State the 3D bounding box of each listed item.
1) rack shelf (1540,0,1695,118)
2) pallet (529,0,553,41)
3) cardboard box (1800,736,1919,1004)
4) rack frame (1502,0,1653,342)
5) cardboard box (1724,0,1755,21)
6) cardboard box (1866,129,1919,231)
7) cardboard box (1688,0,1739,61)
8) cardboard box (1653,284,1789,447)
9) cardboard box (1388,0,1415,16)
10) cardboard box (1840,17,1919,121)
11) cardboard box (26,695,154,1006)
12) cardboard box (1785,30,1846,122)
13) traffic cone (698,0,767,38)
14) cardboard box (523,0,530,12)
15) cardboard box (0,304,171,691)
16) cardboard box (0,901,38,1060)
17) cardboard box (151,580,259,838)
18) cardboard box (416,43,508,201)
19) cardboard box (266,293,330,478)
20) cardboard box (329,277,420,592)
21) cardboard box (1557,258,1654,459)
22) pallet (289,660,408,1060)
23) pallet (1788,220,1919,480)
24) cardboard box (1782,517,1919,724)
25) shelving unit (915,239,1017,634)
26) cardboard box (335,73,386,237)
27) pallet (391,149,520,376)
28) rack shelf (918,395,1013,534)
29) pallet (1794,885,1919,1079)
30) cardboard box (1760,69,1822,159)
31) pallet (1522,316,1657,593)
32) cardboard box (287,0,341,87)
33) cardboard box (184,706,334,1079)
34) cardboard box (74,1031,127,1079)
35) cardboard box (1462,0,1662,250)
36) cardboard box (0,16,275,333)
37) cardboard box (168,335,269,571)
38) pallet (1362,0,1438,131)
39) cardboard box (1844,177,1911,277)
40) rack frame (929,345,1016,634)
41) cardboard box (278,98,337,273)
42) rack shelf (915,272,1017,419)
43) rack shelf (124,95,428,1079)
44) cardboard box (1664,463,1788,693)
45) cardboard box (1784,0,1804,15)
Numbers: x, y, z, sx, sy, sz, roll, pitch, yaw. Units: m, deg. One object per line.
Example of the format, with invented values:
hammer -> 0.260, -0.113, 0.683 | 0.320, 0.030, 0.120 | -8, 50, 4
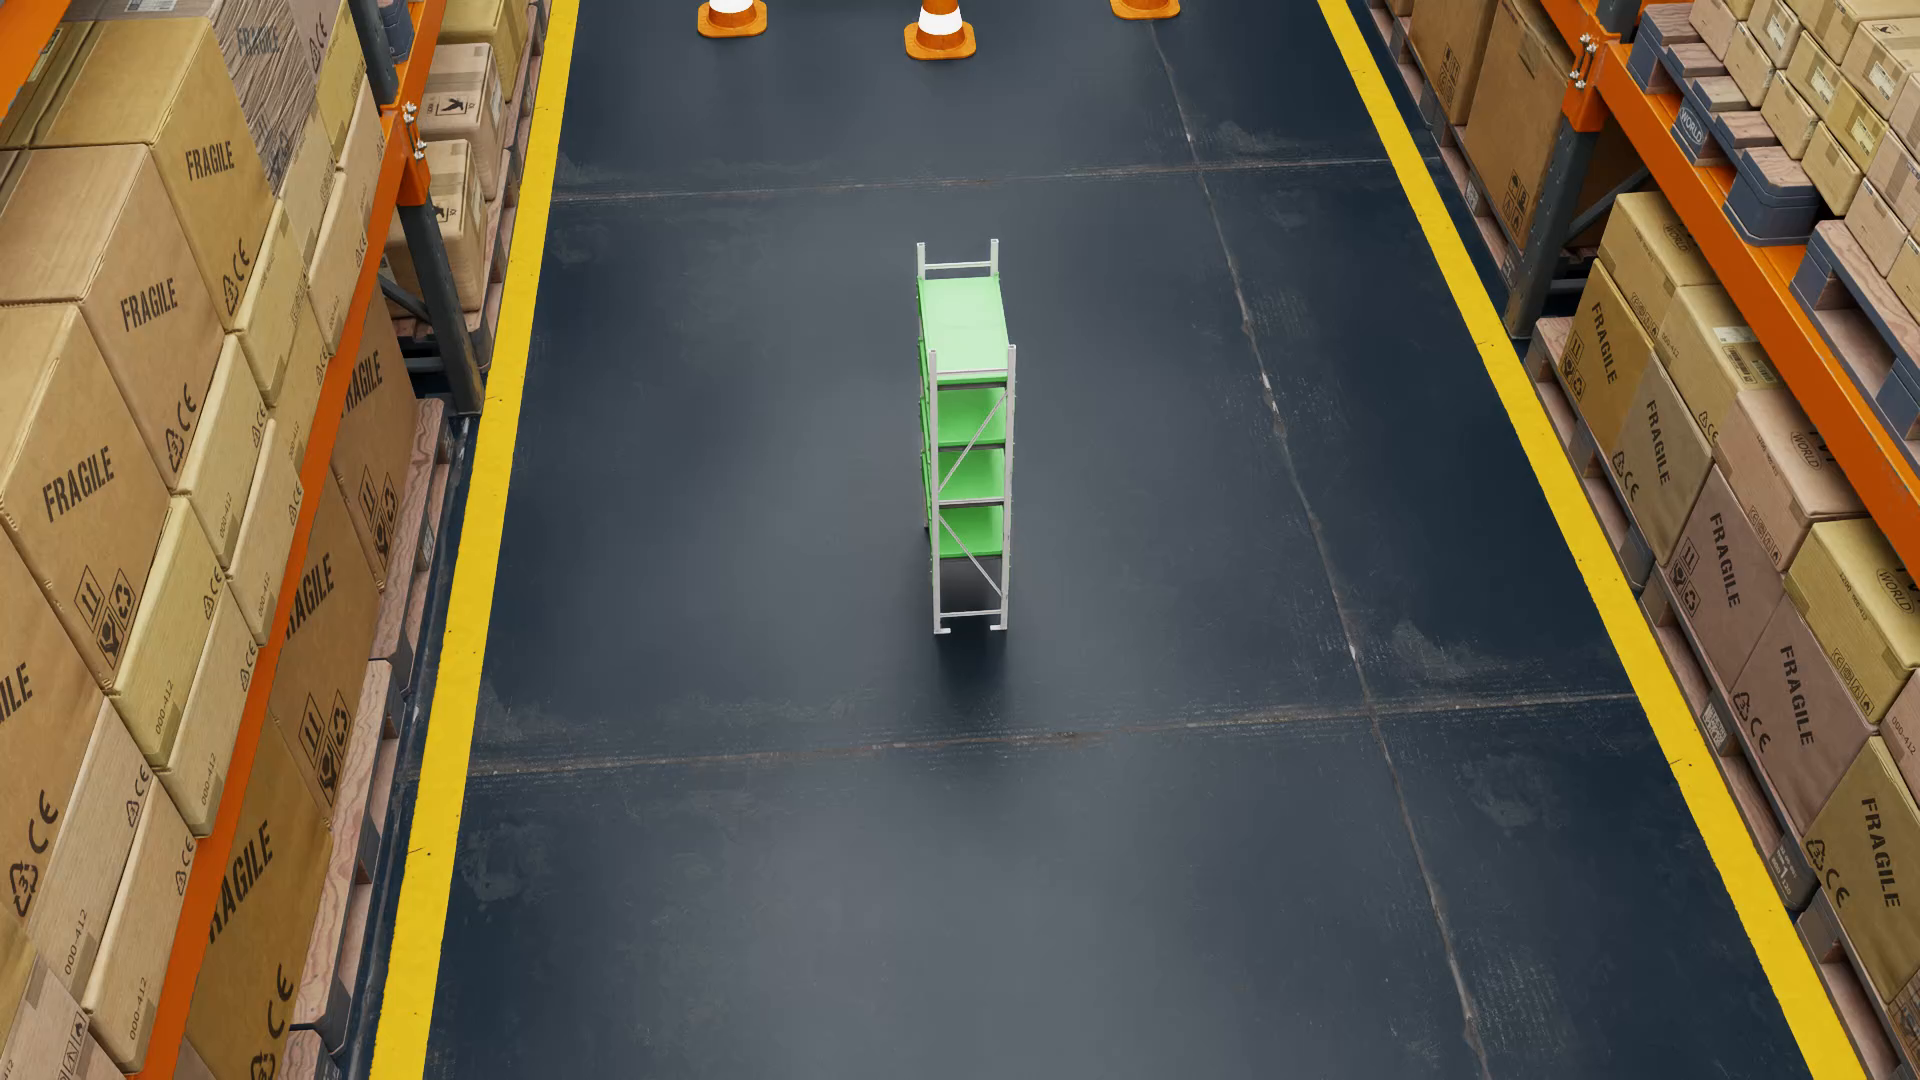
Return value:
rack shelf -> 2.475, -3.080, 7.097 | 1.077, 0.370, 4.000 | -3, 47, -3
pallet -> -2.550, -2.879, 8.331 | 1.003, 0.211, 1.213 | -3, 47, -3
cardboard box -> 2.622, 0.837, 4.324 | 0.500, 0.500, 0.500 | -4, 47, -4
rack frame -> 2.642, -1.881, 5.465 | 1.000, 3.000, 0.127 | -3, 47, -3
cardboard box -> 2.483, -1.679, 4.953 | 0.380, 0.149, 0.250 | -2, 47, -2
cardboard box -> 2.575, -0.927, 4.241 | 0.380, 0.149, 0.250 | -3, 47, -3
cardboard box -> 2.479, -1.603, 5.086 | 0.380, 0.149, 0.250 | -4, 47, -4
cardboard box -> 2.501, -0.543, 5.114 | 0.500, 0.250, 0.500 | -4, 47, -4
cardboard box -> 2.526, -3.004, 7.789 | 1.050, 0.750, 0.750 | -3, 47, -3
cardboard box -> 2.551, -1.233, 4.326 | 0.380, 0.149, 0.250 | -5, 47, -5
cardboard box -> -1.774, 0.556, 2.916 | 0.500, 0.250, 0.500 | -3, 47, -3
cardboard box -> 2.533, -1.290, 4.585 | 0.380, 0.149, 0.250 | -5, 47, -5
traffic cone -> -1.118, -2.716, 8.004 | 0.336, 0.463, 0.334 | -3, 47, -3
cardboard box -> -2.507, -2.742, 7.802 | 0.950, 0.372, 0.625 | -1, 47, -1
cardboard box -> -1.807, -0.056, 2.980 | 0.500, 0.500, 0.500 | -5, 47, -4
cardboard box -> -1.697, 0.673, 2.289 | 0.500, 0.500, 0.500 | -3, 47, -3
cardboard box -> -1.793, 0.358, 3.448 | 0.500, 0.250, 0.500 | -4, 47, -4
cardboard box -> -2.389, -1.690, 6.806 | 0.950, 0.372, 0.625 | -4, 47, -4
cardboard box -> -1.896, -0.371, 4.139 | 0.500, 0.250, 0.500 | -4, 47, -4
cardboard box -> -2.307, -0.416, 5.252 | 0.875, 0.875, 0.875 | -4, 47, -4
cardboard box -> 2.448, -0.638, 5.721 | 0.500, 0.500, 0.500 | -5, 47, -5
pallet -> -2.192, 0.908, 4.745 | 1.003, 0.211, 1.213 | -3, 47, -3
pallet -> 2.849, -0.385, 4.181 | 1.003, 0.211, 1.213 | -3, 47, -3
cardboard box -> 2.575, 0.193, 4.417 | 0.500, 0.250, 0.500 | -5, 47, -5
shelving unit -> 0.014, -0.293, 5.201 | 0.258, 1.200, 0.503 | -3, 47, -3
cardboard box -> -1.981, -1.105, 4.834 | 0.500, 0.250, 0.500 | -5, 47, -5
pallet -> -2.346, -1.113, 6.659 | 1.003, 0.211, 1.213 | -3, 47, -3
rack shelf -> 0.014, -0.249, 5.247 | 0.258, 0.148, 0.480 | -3, 47, -3
pallet -> 2.911, 1.409, 4.270 | 1.003, 0.211, 1.213 | -3, 47, -3
cardboard box -> 2.524, -1.213, 4.717 | 0.380, 0.149, 0.250 | -1, 47, -1
pallet -> 2.706, -0.356, 5.942 | 1.003, 0.211, 1.213 | -3, 47, -3
cardboard box -> -1.978, -1.527, 4.372 | 0.500, 0.500, 0.500 | -5, 47, -4
cardboard box -> -2.162, 0.877, 4.028 | 0.875, 0.875, 0.875 | -2, 47, -2
cardboard box -> -1.721, 1.105, 2.741 | 0.500, 0.250, 0.500 | -4, 47, -4
cardboard box -> 2.681, -1.698, 6.552 | 1.050, 0.750, 0.750 | -4, 47, -4
cardboard box -> -1.892, -0.796, 3.681 | 0.500, 0.500, 0.500 | -3, 47, -3
cardboard box -> -1.834, -0.176, 3.610 | 0.500, 0.250, 0.500 | -5, 47, -4
pallet -> 2.553, -2.377, 7.856 | 1.003, 0.211, 1.213 | -3, 47, -3
cardboard box -> 2.573, -0.826, 4.350 | 0.380, 0.149, 0.250 | -2, 47, -2
rack frame -> 0.034, -0.116, 5.034 | 0.240, 1.200, 0.015 | -3, 47, -3
cardboard box -> -1.941, -0.921, 4.316 | 0.500, 0.250, 0.500 | -5, 47, -4
rack shelf -> 0.014, -0.579, 4.899 | 0.258, 0.148, 0.480 | -3, 47, -3
rack shelf -> -2.114, 0.188, 4.002 | 1.077, 0.370, 4.000 | -3, 47, -3
cardboard box -> 2.541, 0.096, 5.025 | 0.500, 0.500, 0.500 | -5, 47, -4
cardboard box -> 2.513, -1.603, 4.676 | 0.380, 0.149, 0.250 | -5, 47, -4
